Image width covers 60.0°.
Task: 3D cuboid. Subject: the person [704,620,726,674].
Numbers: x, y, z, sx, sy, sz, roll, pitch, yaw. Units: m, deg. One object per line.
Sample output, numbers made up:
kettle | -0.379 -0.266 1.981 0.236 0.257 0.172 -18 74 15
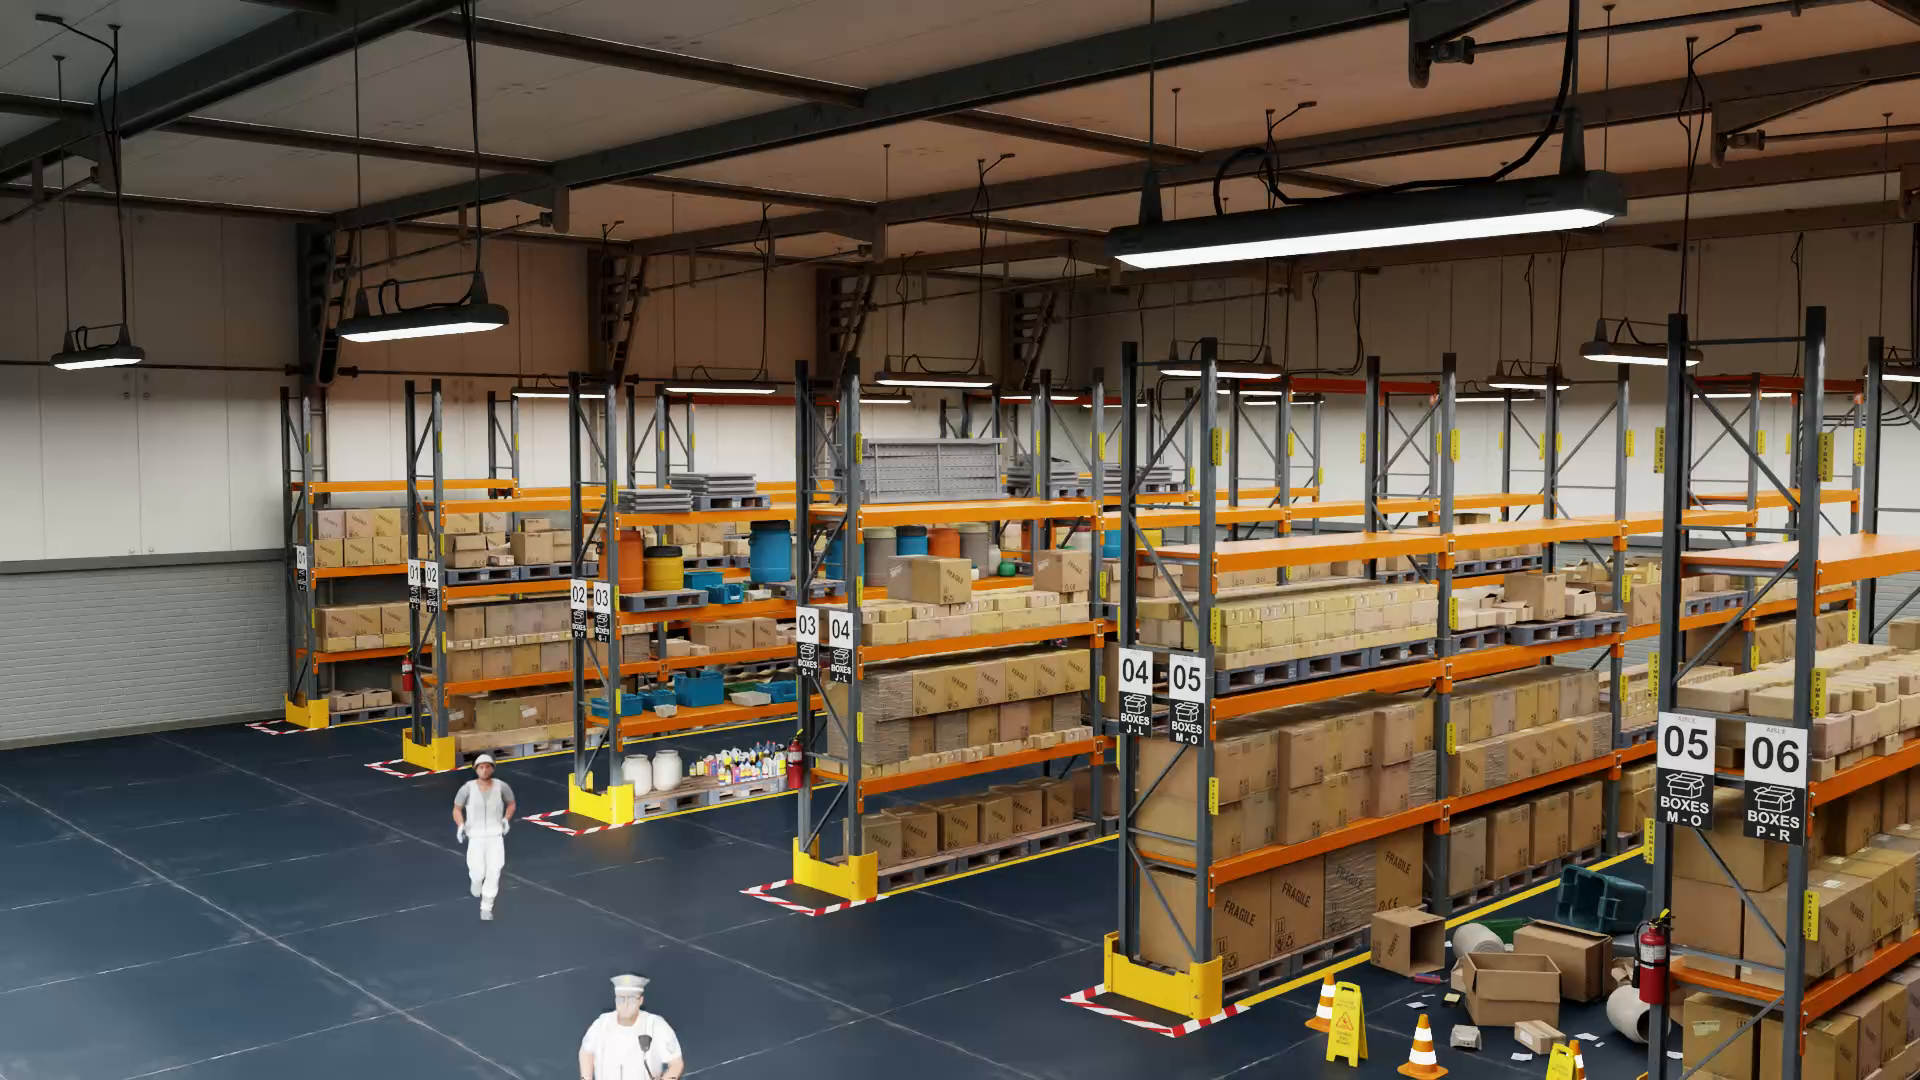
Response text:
person | -4.656 2.331 31.804 0.578 1.602 0.605 -3 5 -44

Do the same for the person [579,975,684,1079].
person | -2.096 3.599 10.559 0.691 1.750 0.929 0 4 -1

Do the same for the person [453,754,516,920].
person | -5.083 3.156 17.833 0.655 1.739 0.638 -1 4 -21
